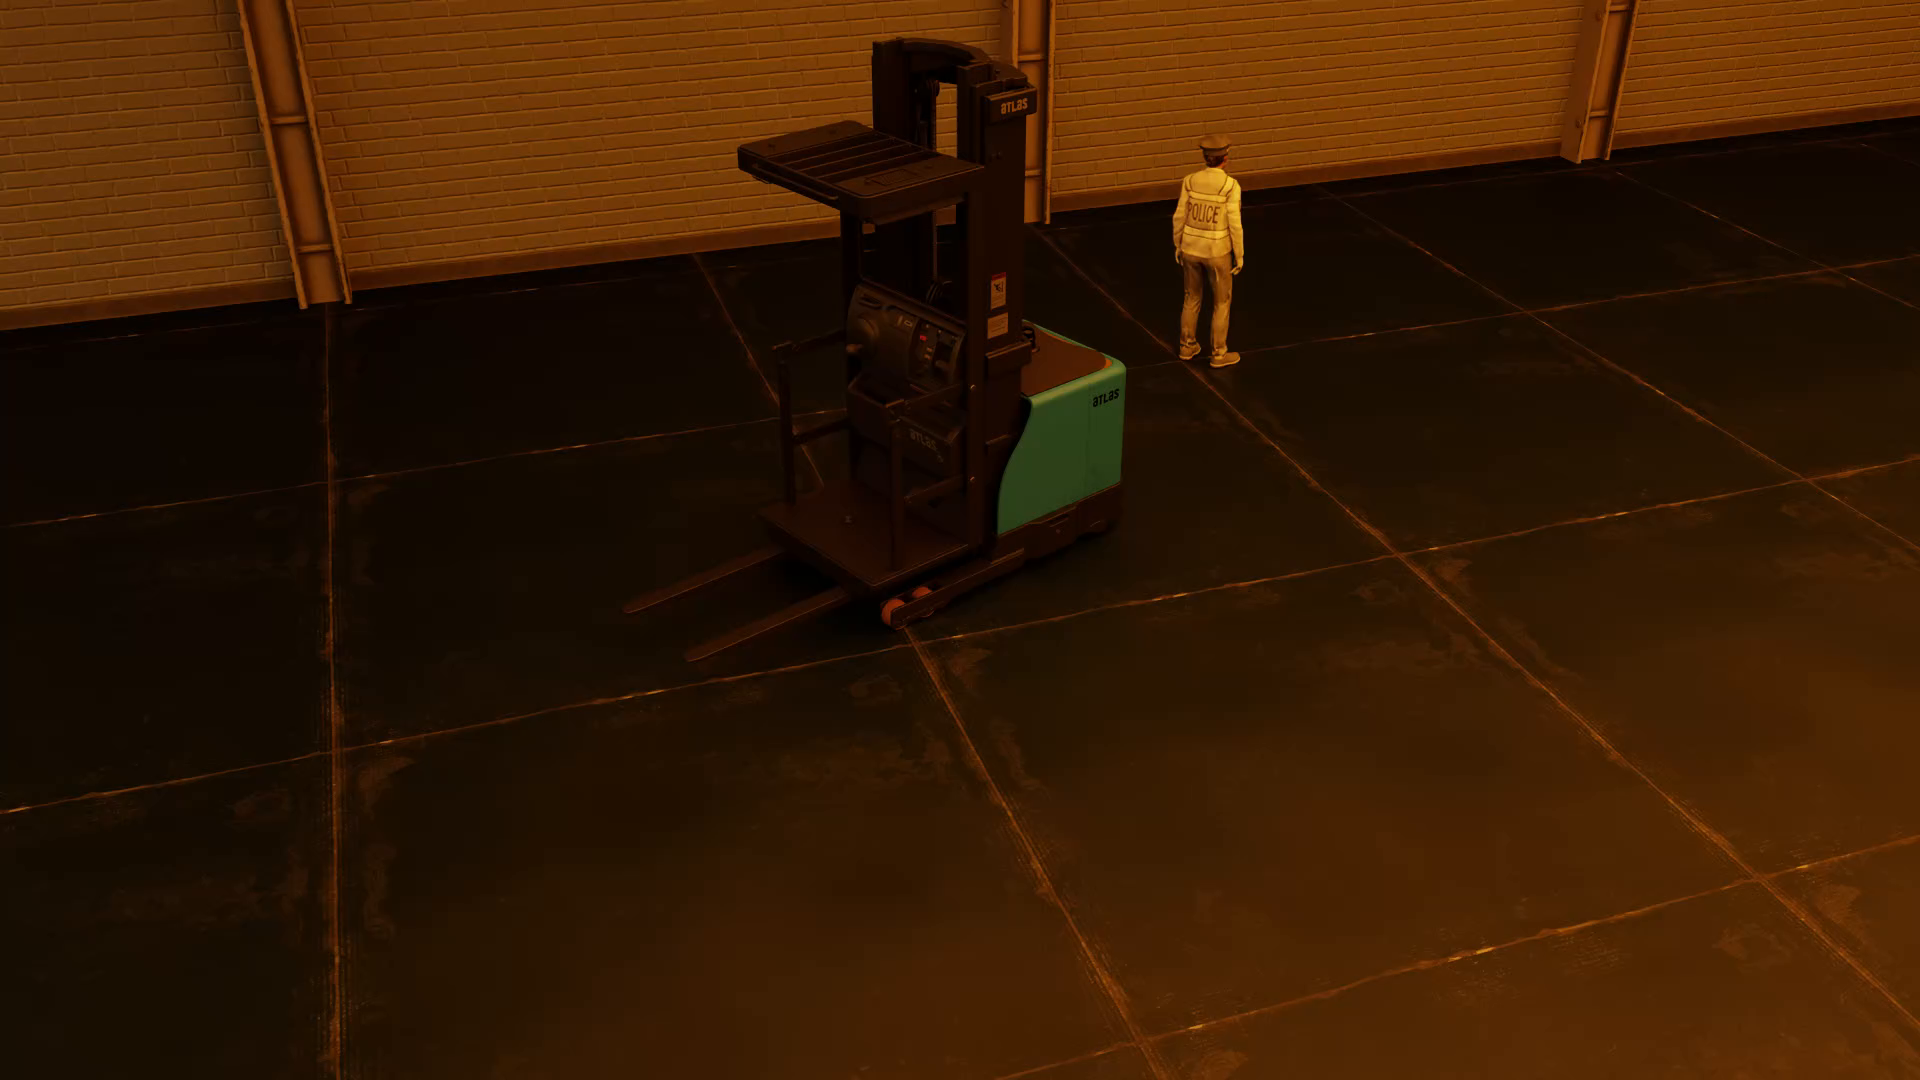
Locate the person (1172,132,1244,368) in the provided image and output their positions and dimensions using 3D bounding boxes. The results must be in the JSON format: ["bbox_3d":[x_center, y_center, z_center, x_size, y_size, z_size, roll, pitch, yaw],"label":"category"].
[{"bbox_3d":[1.783,-2.066,11.950,0.547,1.664,0.375,17,34,27],"label":"person"}]

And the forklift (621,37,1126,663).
[{"bbox_3d":[-0.461,-1.072,8.951,3.031,2.935,1.130,-23,37,-34],"label":"forklift"}]
